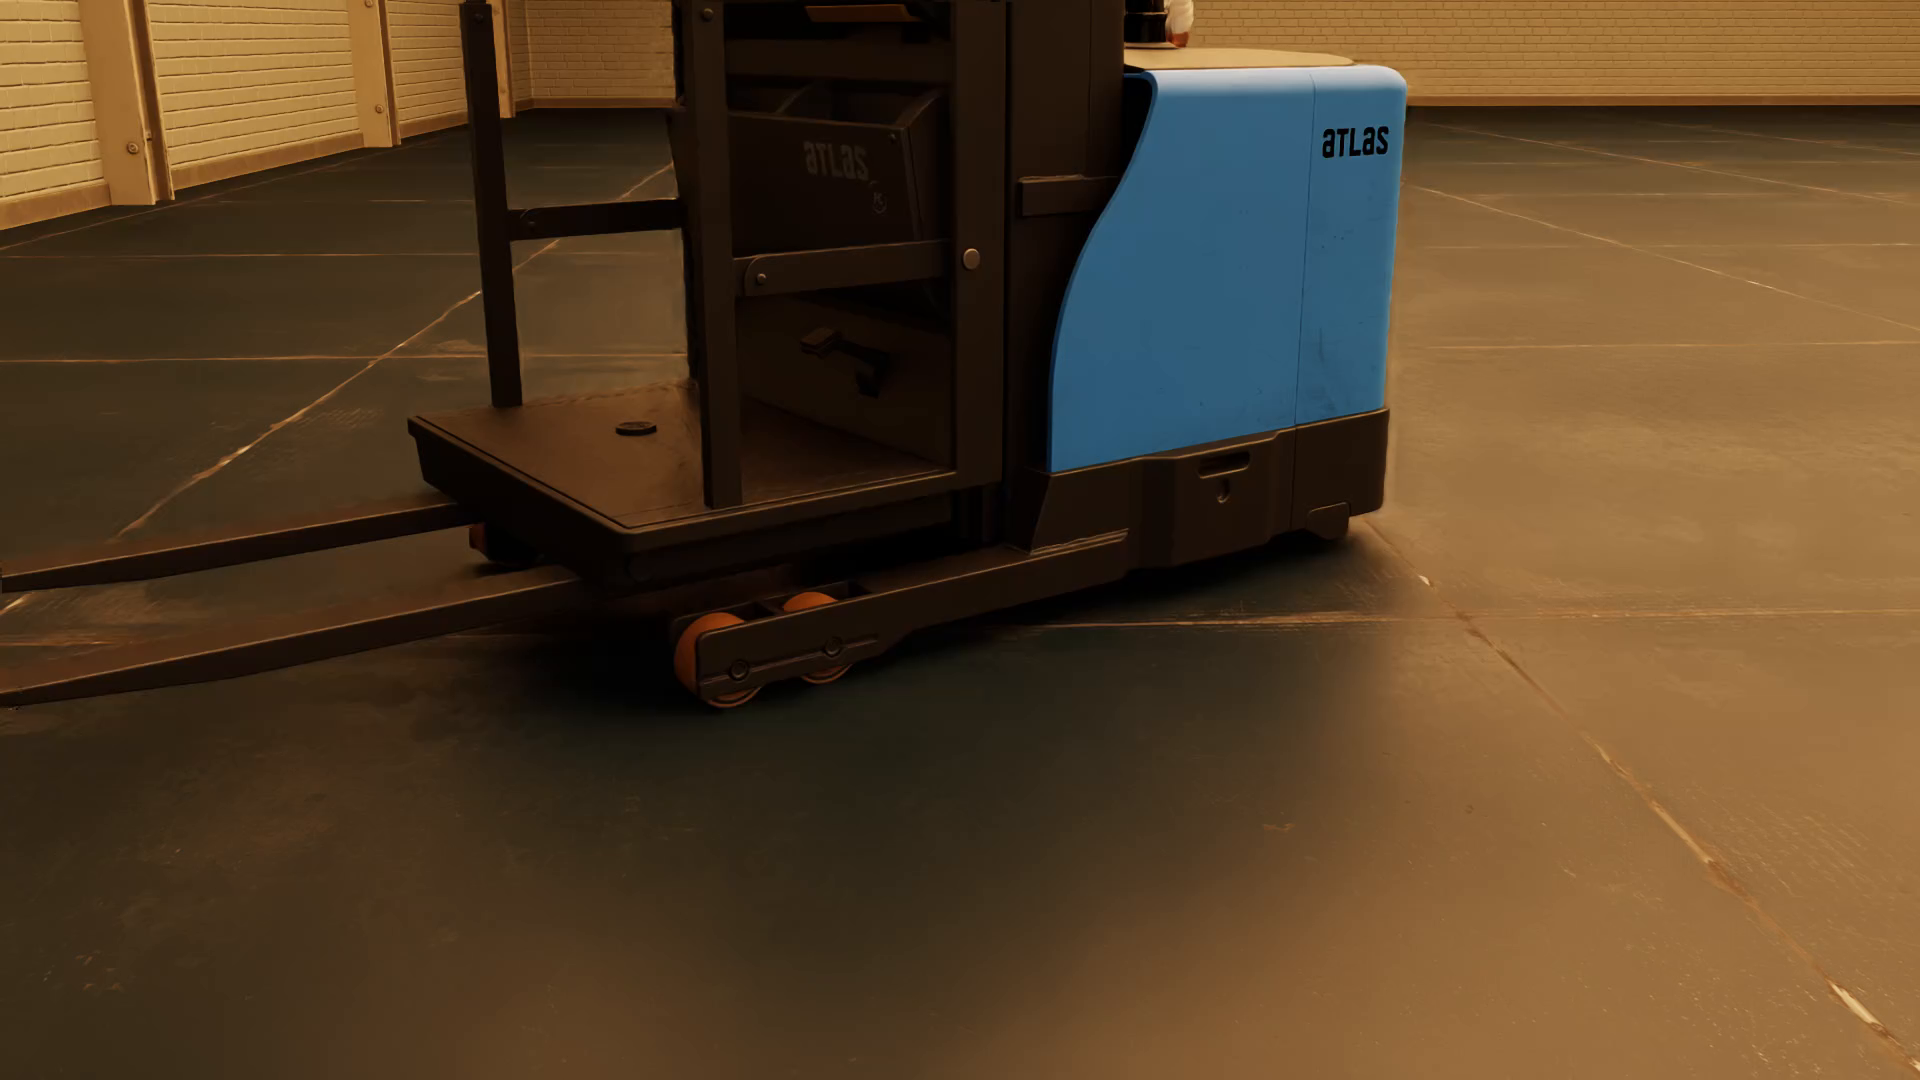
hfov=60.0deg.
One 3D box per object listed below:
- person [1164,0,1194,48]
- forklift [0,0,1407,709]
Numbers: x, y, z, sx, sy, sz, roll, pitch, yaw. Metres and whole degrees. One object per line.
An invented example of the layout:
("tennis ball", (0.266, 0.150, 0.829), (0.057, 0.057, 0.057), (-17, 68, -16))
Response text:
("person", (0.501, -1.617, 6.308), (0.755, 1.709, 0.528), (-4, 18, -14))
("forklift", (-0.487, -1.279, 3.089), (3.031, 2.935, 1.130), (-12, 21, -34))
